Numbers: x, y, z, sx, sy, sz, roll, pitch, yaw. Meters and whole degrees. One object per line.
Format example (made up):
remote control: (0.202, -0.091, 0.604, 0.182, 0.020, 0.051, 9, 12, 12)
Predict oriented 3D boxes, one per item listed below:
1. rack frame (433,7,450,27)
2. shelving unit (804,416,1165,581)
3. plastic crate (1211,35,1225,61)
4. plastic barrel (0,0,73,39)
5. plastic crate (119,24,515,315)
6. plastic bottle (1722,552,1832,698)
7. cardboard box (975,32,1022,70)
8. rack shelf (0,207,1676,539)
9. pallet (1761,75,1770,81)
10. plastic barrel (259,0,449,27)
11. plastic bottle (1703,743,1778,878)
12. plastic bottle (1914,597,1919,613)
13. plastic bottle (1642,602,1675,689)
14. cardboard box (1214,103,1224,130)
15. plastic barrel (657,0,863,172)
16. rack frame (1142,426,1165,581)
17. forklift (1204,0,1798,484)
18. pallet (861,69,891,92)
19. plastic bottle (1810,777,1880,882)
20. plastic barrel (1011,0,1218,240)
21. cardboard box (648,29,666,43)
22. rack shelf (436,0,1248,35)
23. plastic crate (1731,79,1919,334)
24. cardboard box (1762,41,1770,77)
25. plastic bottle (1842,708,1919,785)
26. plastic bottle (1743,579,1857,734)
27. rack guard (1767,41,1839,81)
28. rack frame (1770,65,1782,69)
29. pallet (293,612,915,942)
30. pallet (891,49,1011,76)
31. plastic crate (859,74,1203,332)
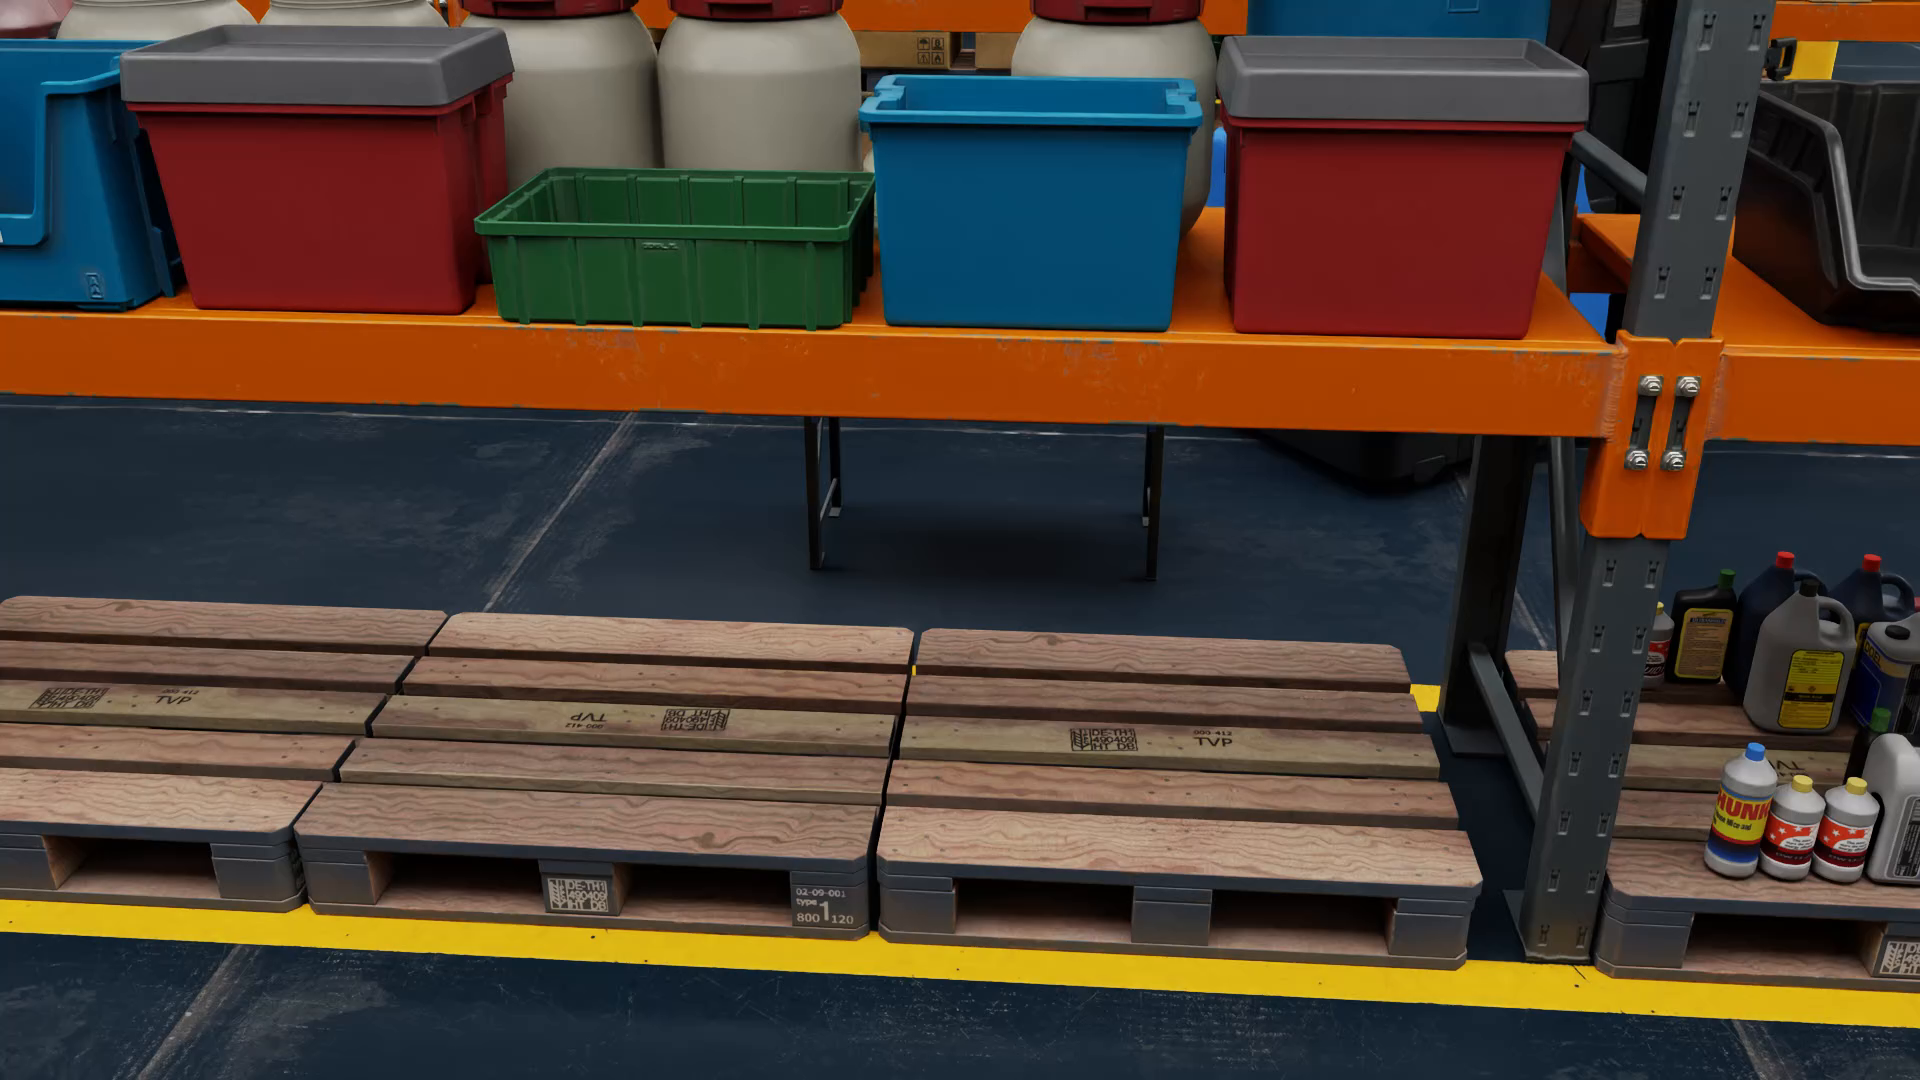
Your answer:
rack frame: (-2.356, -2.903, 7.970, 0.127, 3.000, 1.000, 2, 25, 4)
shelving unit: (0.085, -0.679, 4.931, 1.048, 1.500, 0.538, 2, 25, 4)
plastic crate: (2.386, -4.128, 13.928, 0.662, 0.188, 0.450, 16, 39, 31)
plastic barrel: (-2.250, -1.012, 3.697, 0.708, 0.536, 0.600, 2, 25, 4)
plastic crate: (-1.148, -0.688, 3.081, 0.583, 0.464, 0.402, 2, 25, 4)
plastic bottle: (1.917, 0.194, 3.884, 0.185, 0.351, 0.144, 1, 25, 3)
cardboard box: (0.525, -4.022, 12.592, 0.750, 0.750, 1.050, 2, 25, 4)
rack shelf: (-0.741, -0.448, 3.495, 4.000, 0.370, 1.077, 2, 25, 4)
pallet: (5.297, -3.437, 12.467, 1.213, 0.211, 1.003, 2, 25, 4)
plastic barrel: (-1.274, -0.932, 3.553, 0.421, 0.512, 0.421, 0, 25, 0)
plastic bottle: (1.537, 0.522, 3.265, 0.097, 0.271, 0.097, 0, 25, 0)
plastic bottle: (2.274, 0.218, 3.911, 0.133, 0.283, 0.061, 3, 25, 8)
plastic bottle: (1.638, 0.243, 3.956, 0.097, 0.201, 0.097, 0, 25, 0)
cardboard box: (1.021, -1.868, 8.185, 0.500, 0.500, 0.700, 0, 25, 0)
plastic barrel: (-0.416, -0.918, 3.493, 0.433, 0.535, 0.433, 0, 25, 0)
rack frame: (0.592, -0.662, 4.895, 0.032, 1.500, 0.500, 2, 25, 4)
forklift: (2.389, -1.961, 6.005, 3.031, 2.935, 1.130, -14, 28, -28)
pallet: (-1.096, -3.643, 12.915, 1.213, 0.211, 1.003, 2, 25, 4)
plastic bottle: (1.740, 0.560, 3.265, 0.097, 0.201, 0.097, 0, 25, 0)
plastic barrel: (0.316, -0.894, 3.442, 0.433, 0.535, 0.433, 0, 25, 0)
cardboard box: (-2.552, -3.934, 12.699, 0.500, 0.500, 0.500, 2, 25, 4)
rack shelf: (-0.362, -2.512, 7.981, 4.000, 0.370, 1.077, 2, 25, 4)
plastic crate: (1.765, -0.613, 3.067, 0.504, 0.338, 0.767, 2, 25, 4)
cardboard box: (5.419, -3.931, 12.243, 0.875, 0.875, 0.875, 2, 25, 4)
plastic bottle: (1.869, 0.471, 3.361, 0.133, 0.283, 0.061, 2, 25, 4)
plastic bottle: (1.906, 0.254, 3.753, 0.185, 0.351, 0.144, 2, 25, 4)
rack guard: (6.124, -3.574, 12.420, 0.348, 0.500, 1.175, 2, 25, 4)
rack frame: (6.101, -4.711, 11.899, 0.127, 3.000, 1.000, 2, 25, 4)
pallet: (-0.753, 0.509, 3.890, 1.213, 0.211, 1.003, 2, 25, 4)
pallet: (0.117, -3.603, 12.828, 1.213, 0.211, 1.003, 2, 25, 4)
plastic crate: (0.129, -0.609, 3.004, 0.575, 0.384, 0.392, 2, 25, 4)
